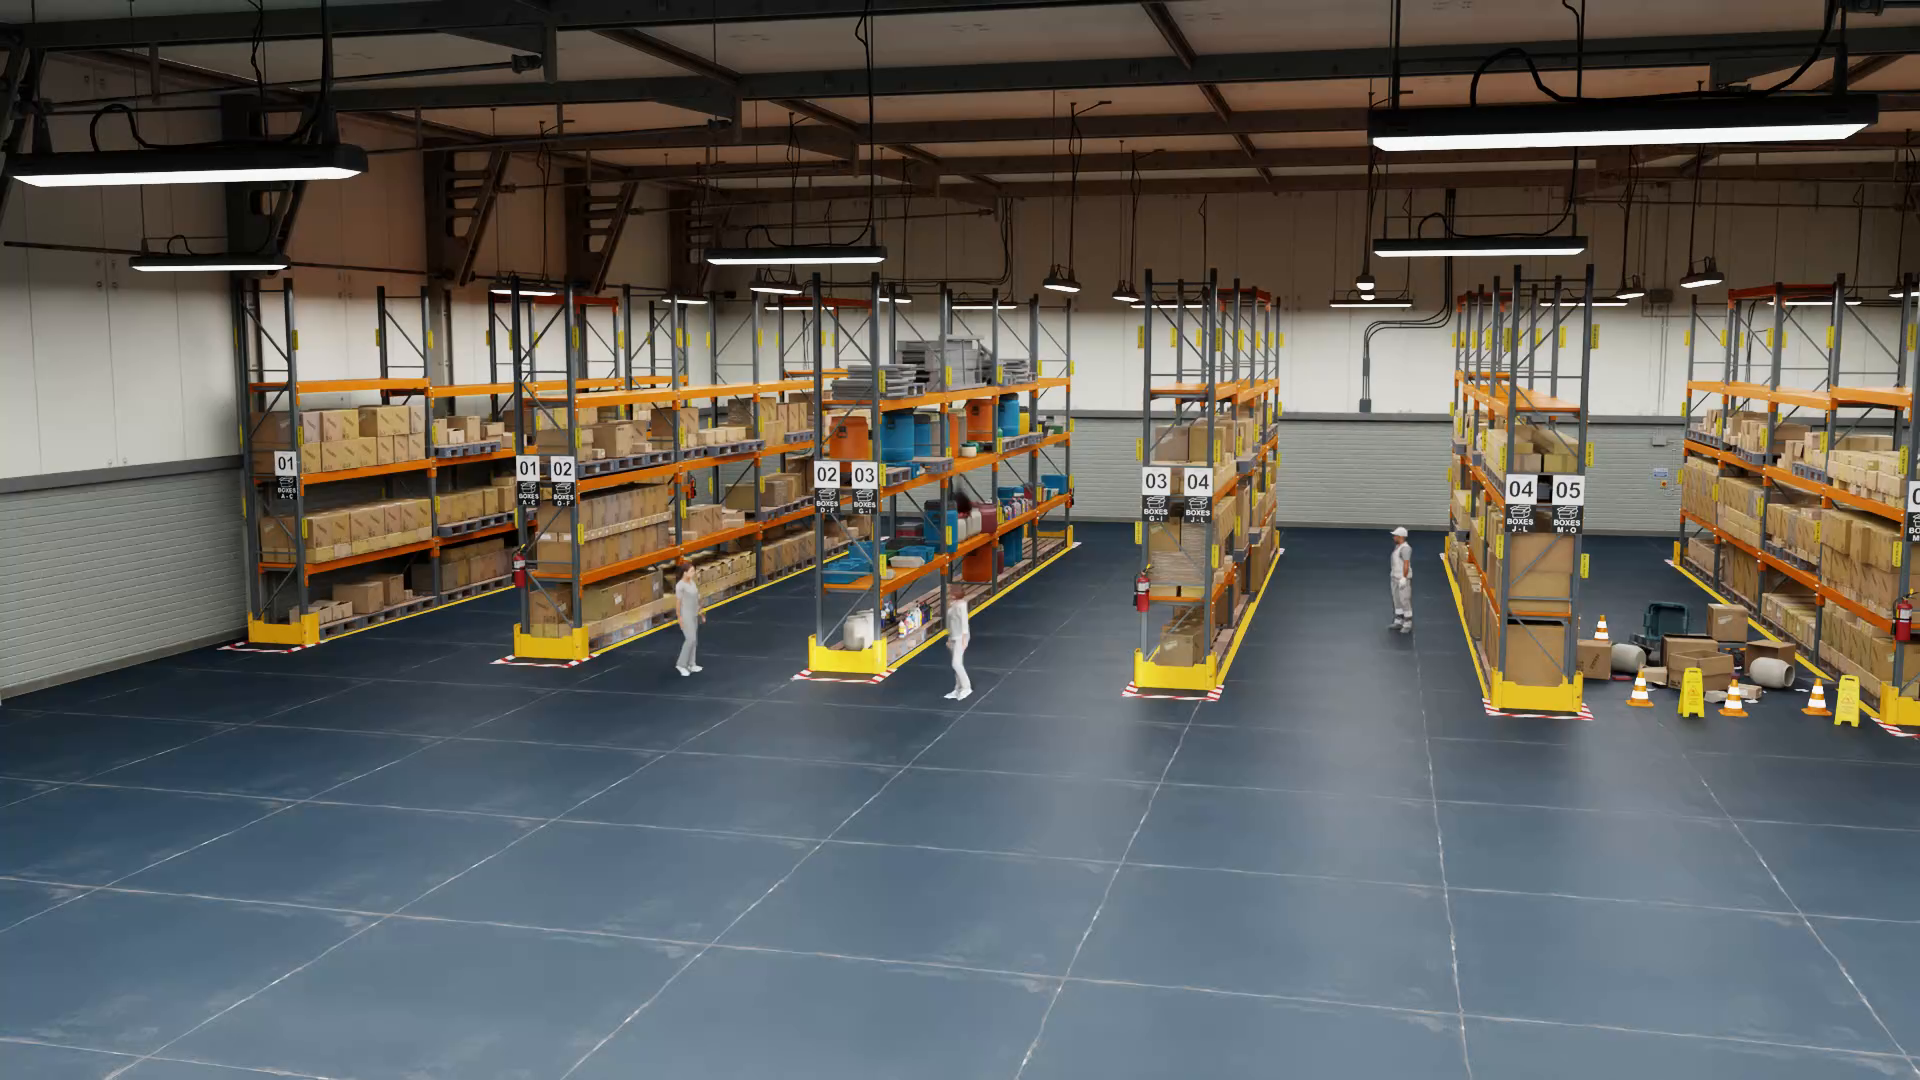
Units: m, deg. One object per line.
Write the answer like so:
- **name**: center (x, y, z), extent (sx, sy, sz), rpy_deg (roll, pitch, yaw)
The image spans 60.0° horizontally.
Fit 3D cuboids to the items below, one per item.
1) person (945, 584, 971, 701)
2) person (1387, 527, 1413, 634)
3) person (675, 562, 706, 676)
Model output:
- **person**: center (-0.037, 1.421, 23.321), extent (0.329, 1.613, 0.464), rpy_deg (-3, 7, -23)
- **person**: center (7.619, 0.687, 28.714), extent (0.359, 1.822, 0.549), rpy_deg (-2, 7, -18)
- **person**: center (-4.097, 1.177, 25.124), extent (0.379, 1.686, 0.503), rpy_deg (2, 7, 20)
